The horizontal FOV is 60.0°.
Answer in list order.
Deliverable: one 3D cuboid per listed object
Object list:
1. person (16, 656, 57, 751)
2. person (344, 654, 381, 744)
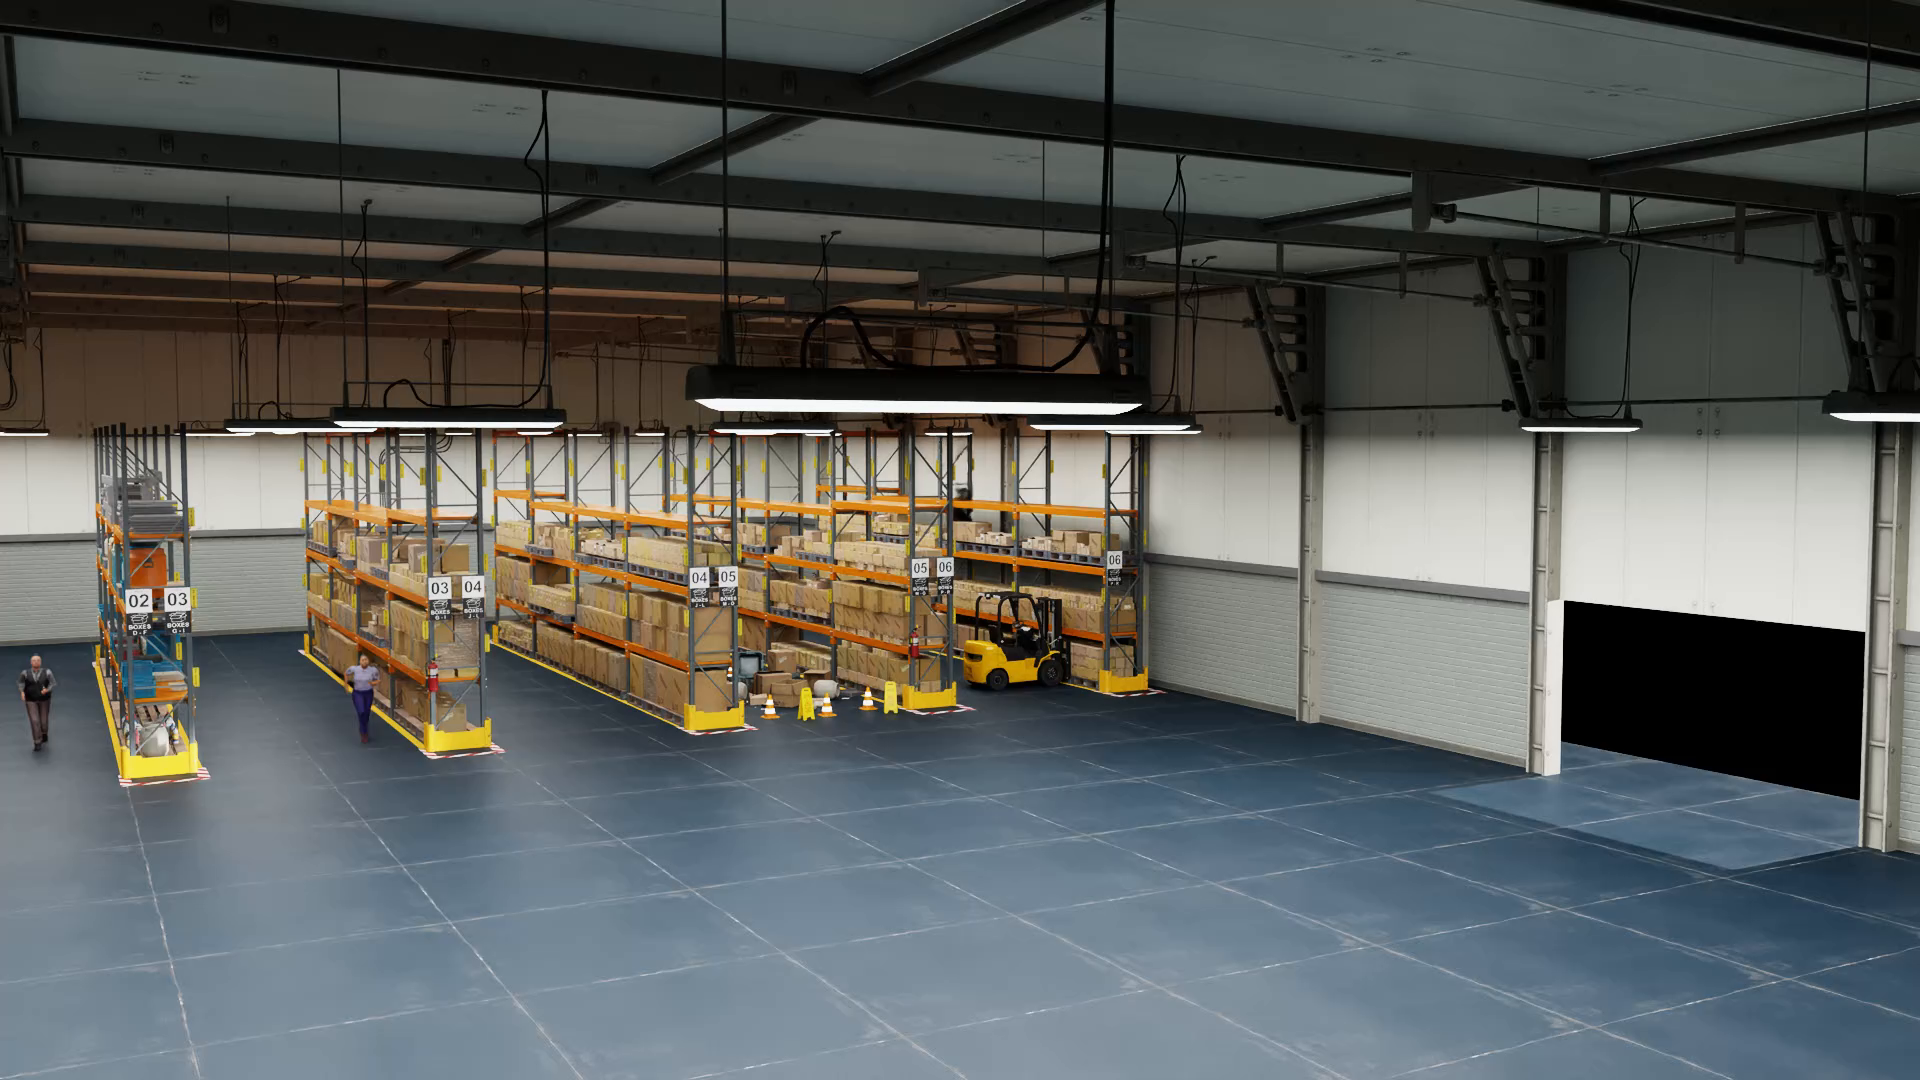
[{"bbox_3d":[-17.112,2.999,30.833,0.665,1.725,0.803,-2,4,-30],"label":"person"},{"bbox_3d":[-11.352,3.001,31.630,0.626,1.694,0.817,-2,4,-28],"label":"person"}]
